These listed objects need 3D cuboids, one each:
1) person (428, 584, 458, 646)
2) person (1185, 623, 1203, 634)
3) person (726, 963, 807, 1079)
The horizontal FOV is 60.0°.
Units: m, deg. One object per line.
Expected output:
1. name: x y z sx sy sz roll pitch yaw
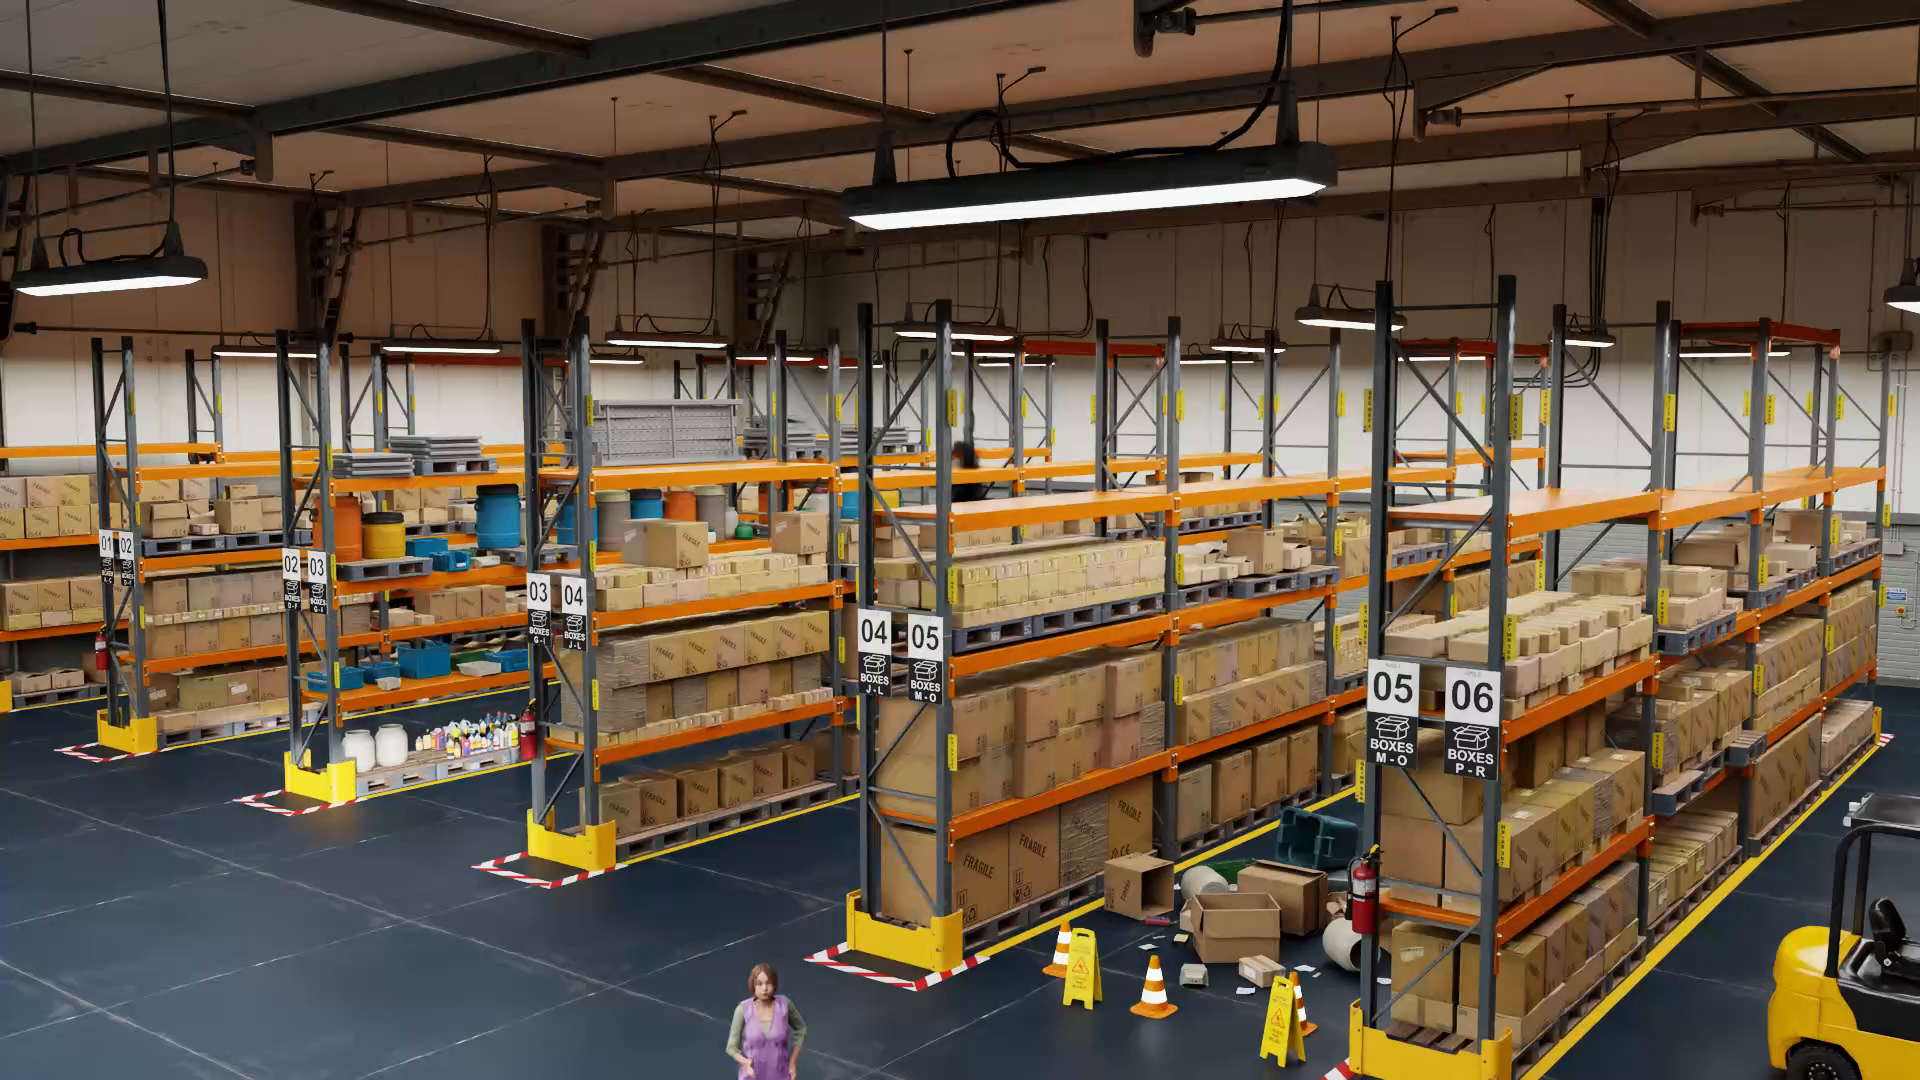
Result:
1. person: -9.764 1.625 31.418 0.620 1.613 0.823 3 6 28
2. person: 3.246 1.994 22.722 0.633 1.815 0.872 4 7 42
3. person: -1.213 3.461 10.505 0.522 1.559 0.555 -1 5 -9
